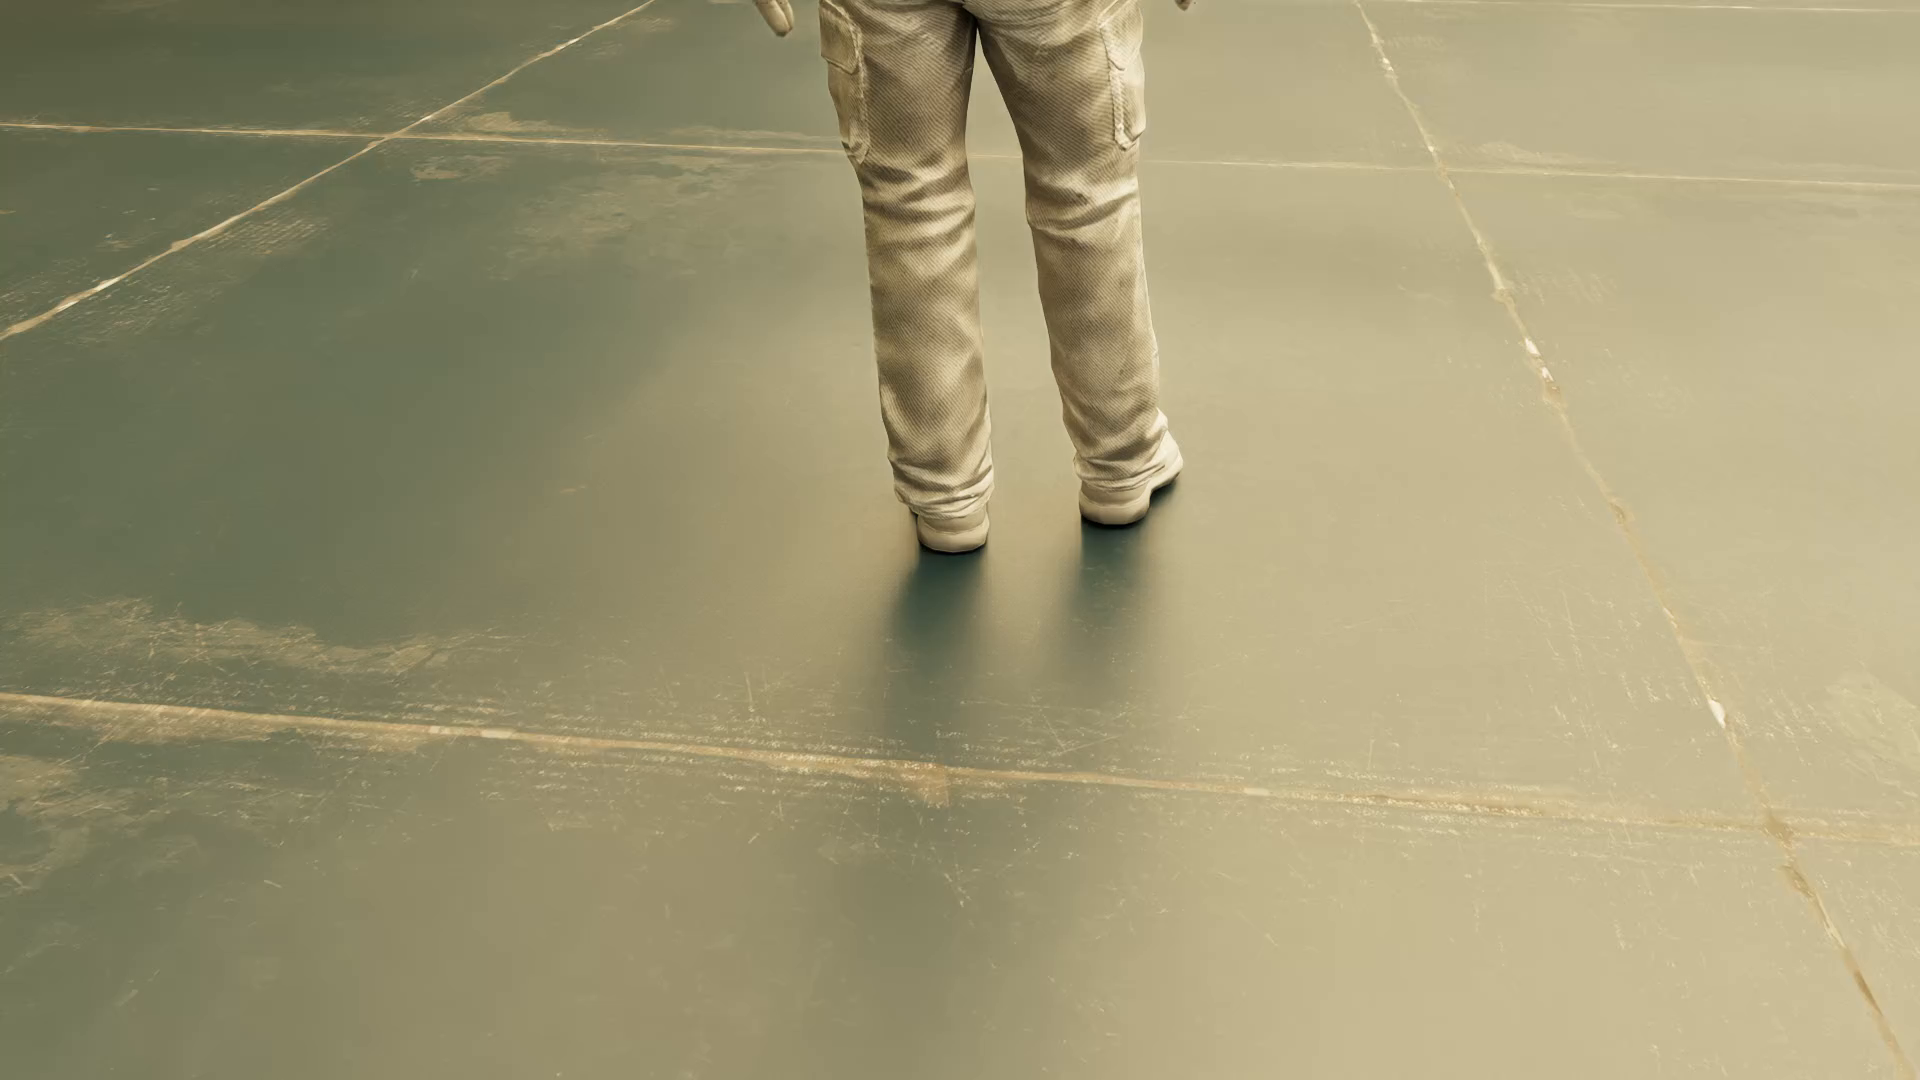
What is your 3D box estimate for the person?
[{"bbox_3d":[0.018,-0.840,2.156,0.657,1.773,0.568,3,27,7],"label":"person"}]
